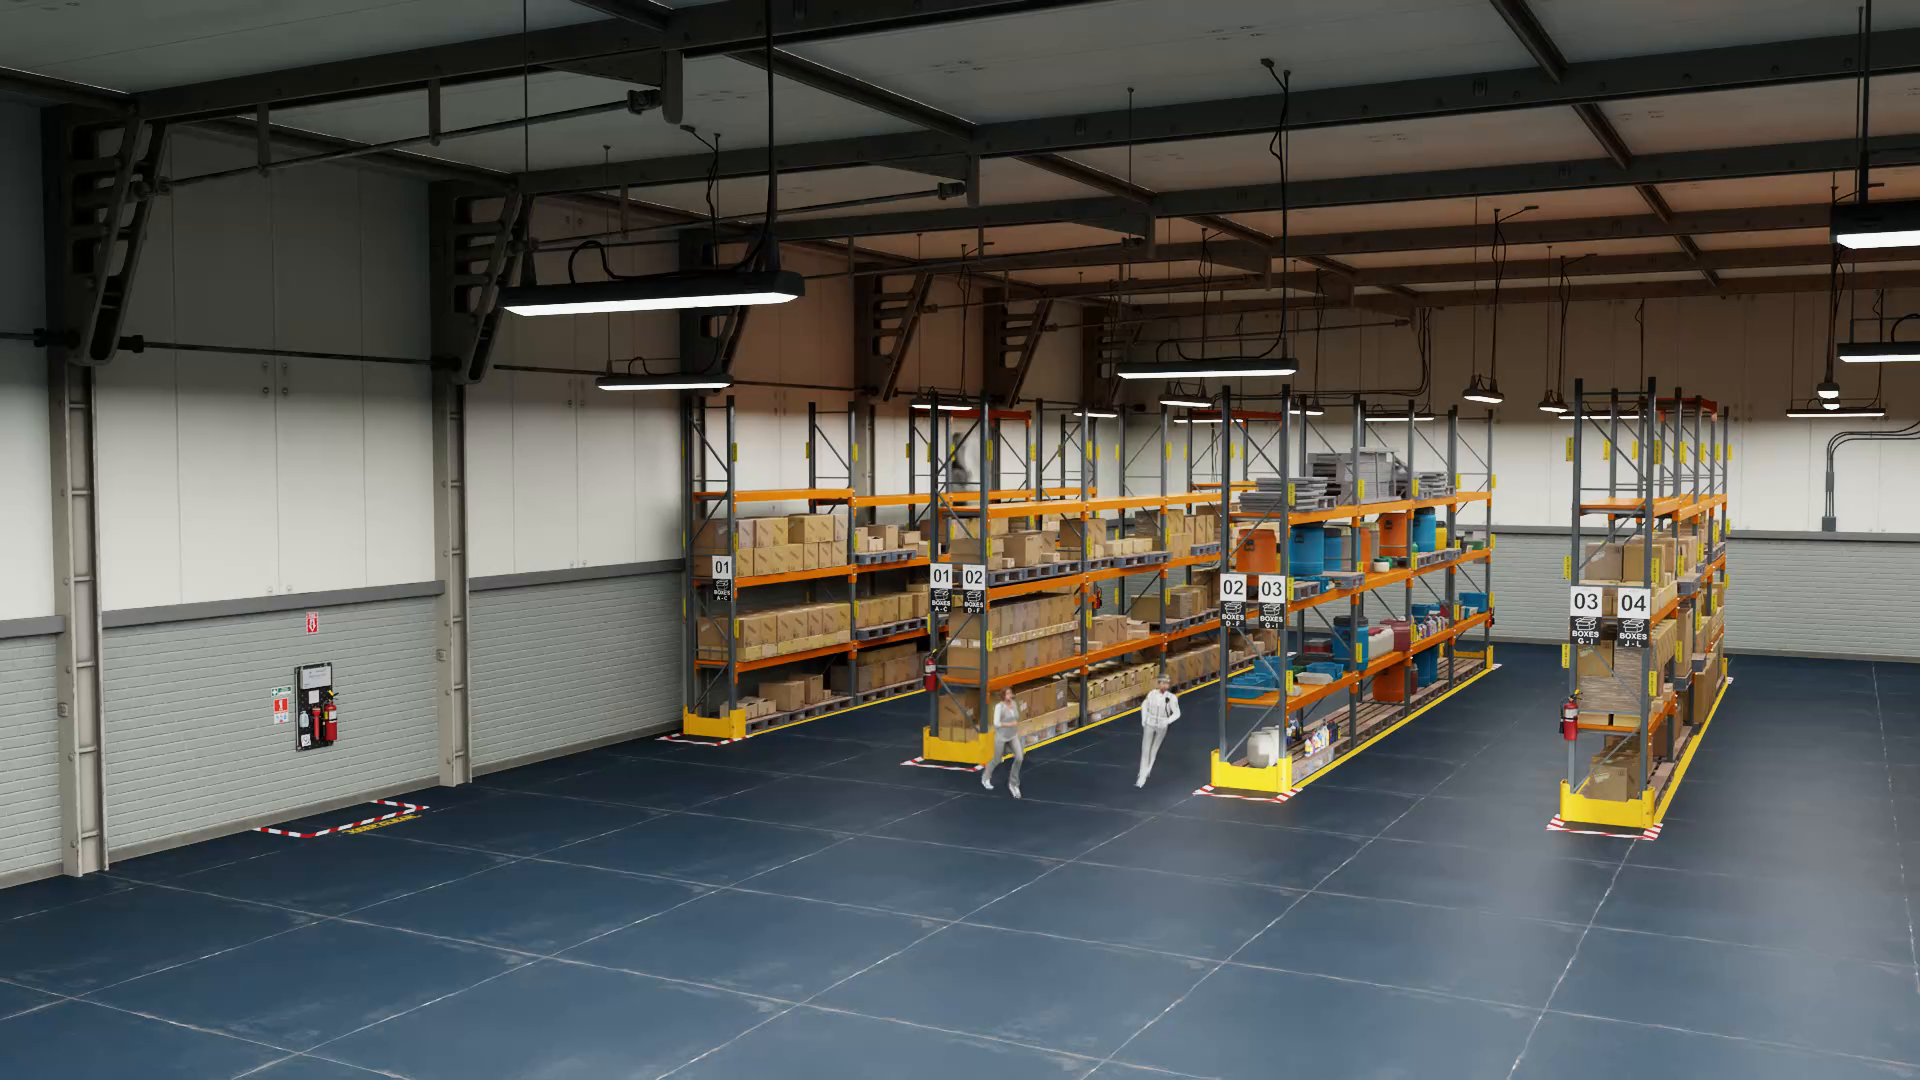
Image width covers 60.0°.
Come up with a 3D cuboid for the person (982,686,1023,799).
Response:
[{"bbox_3d":[0.659,2.939,24.252,0.545,1.610,0.837,-2,4,-33],"label":"person"}]

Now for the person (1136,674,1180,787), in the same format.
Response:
[{"bbox_3d":[3.005,2.847,25.153,0.652,1.665,0.733,1,3,12],"label":"person"}]
